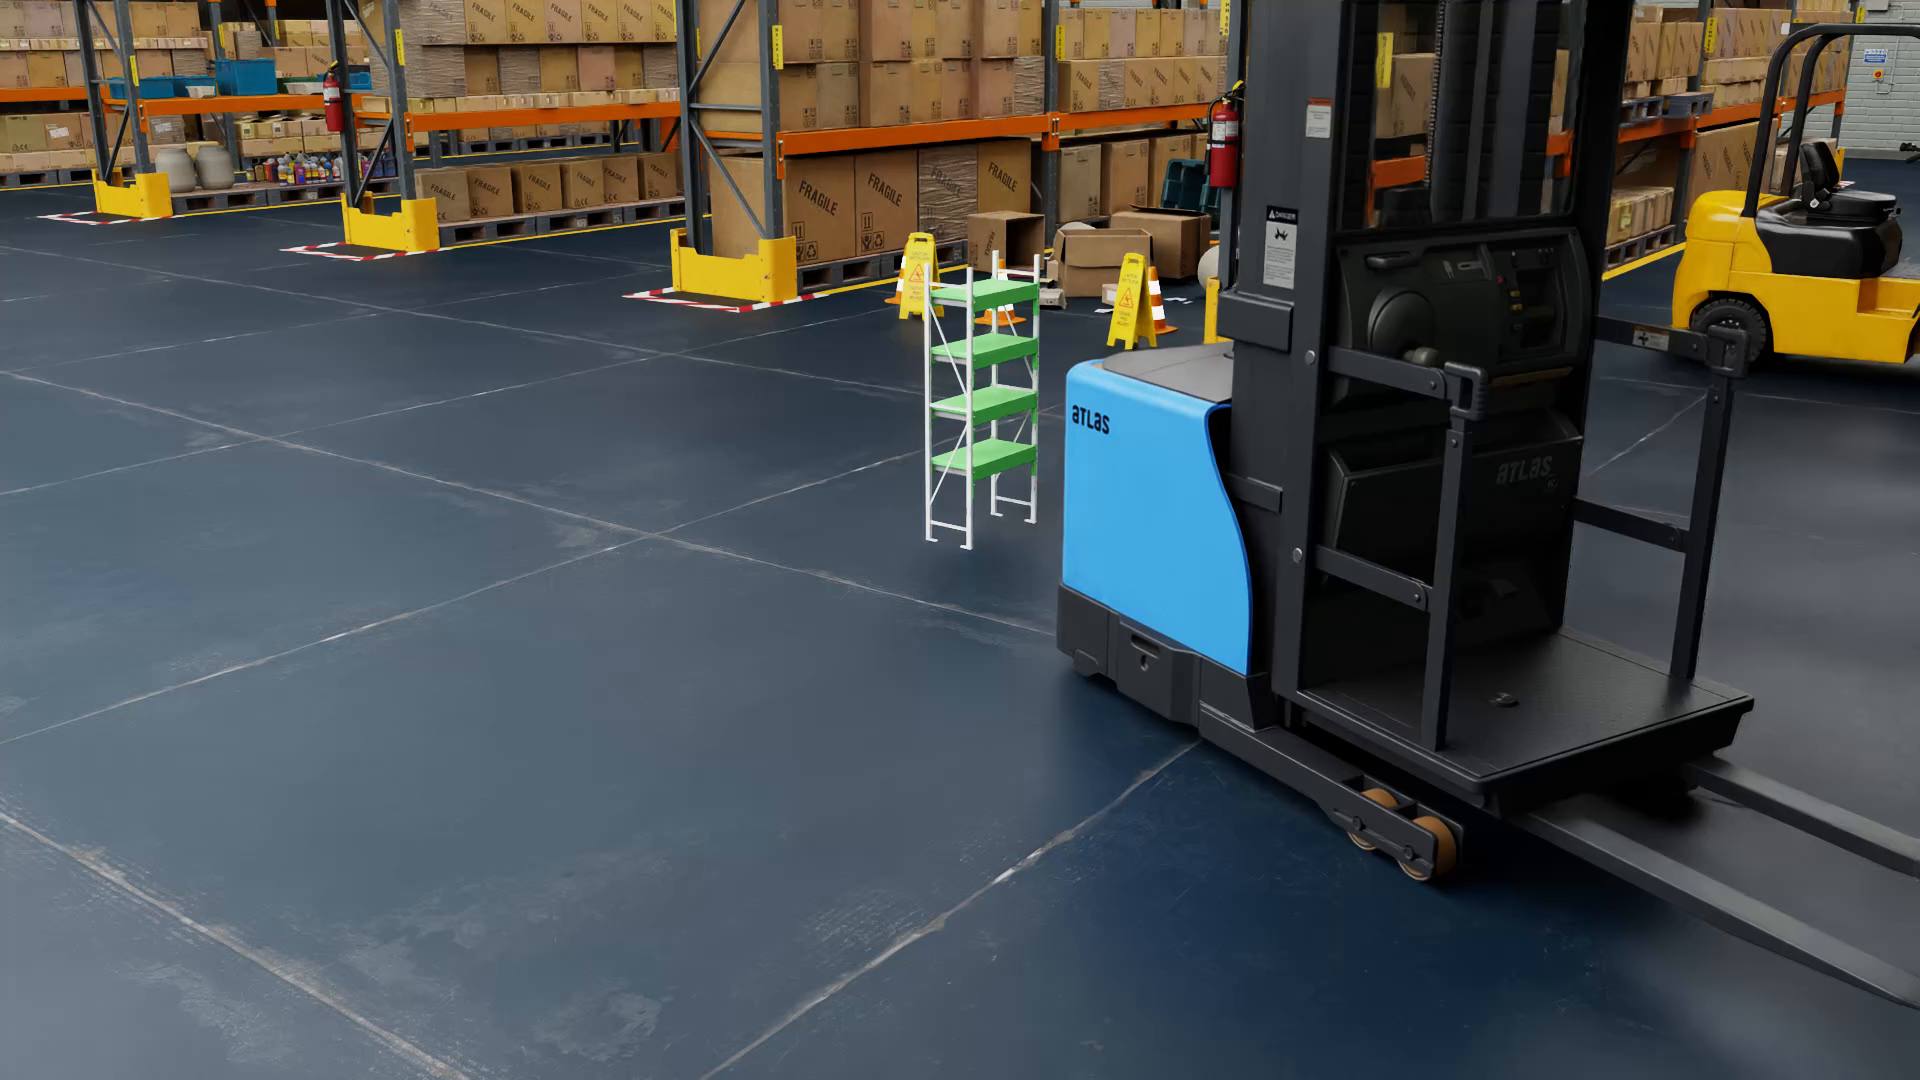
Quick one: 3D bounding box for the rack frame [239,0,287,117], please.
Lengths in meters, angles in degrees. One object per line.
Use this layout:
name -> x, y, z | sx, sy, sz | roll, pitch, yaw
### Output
rack frame -> -12.955, -8.921, 30.913 | 1.000, 3.000, 0.127 | 12, 21, 35

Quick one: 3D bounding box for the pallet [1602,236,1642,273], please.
pallet -> 5.744, -2.737, 15.702 | 1.003, 0.211, 1.213 | 12, 21, 35

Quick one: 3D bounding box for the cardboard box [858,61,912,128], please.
cardboard box -> -0.934, -3.903, 14.502 | 0.875, 0.550, 0.550 | 12, 21, 35

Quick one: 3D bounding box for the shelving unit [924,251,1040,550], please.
shelving unit -> 0.099, -0.612, 7.193 | 0.258, 1.200, 0.503 | 12, 21, 35

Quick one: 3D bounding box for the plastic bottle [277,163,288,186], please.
plastic bottle -> -8.434, -4.549, 20.693 | 0.097, 0.271, 0.097 | 0, 17, 0

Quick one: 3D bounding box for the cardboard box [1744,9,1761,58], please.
cardboard box -> 8.341, -5.503, 18.053 | 0.500, 0.500, 0.500 | 13, 21, 36

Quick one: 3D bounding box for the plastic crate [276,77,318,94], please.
plastic crate -> -8.417, -5.843, 21.359 | 0.450, 0.188, 0.662 | 12, 21, 35

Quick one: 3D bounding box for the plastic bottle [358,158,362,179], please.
plastic bottle -> -7.841, -4.836, 21.483 | 0.144, 0.351, 0.185 | 12, 21, 34

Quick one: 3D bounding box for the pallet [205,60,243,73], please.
pallet -> -13.294, -8.641, 30.335 | 1.213, 0.211, 1.003 | 12, 21, 35

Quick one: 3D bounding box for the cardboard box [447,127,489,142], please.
cardboard box -> -8.473, -7.121, 28.589 | 0.500, 0.500, 0.500 | 14, 22, 37

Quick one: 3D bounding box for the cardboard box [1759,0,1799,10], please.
cardboard box -> 9.718, -6.361, 19.721 | 0.380, 0.149, 0.250 | 12, 21, 34

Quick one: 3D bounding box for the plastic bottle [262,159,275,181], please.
plastic bottle -> -8.850, -4.744, 21.315 | 0.152, 0.276, 0.135 | 13, 21, 35

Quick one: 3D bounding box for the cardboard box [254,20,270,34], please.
cardboard box -> -12.893, -9.632, 31.236 | 0.500, 0.250, 0.500 | 13, 22, 36

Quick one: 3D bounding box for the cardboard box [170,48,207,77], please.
cardboard box -> -11.617, -7.035, 24.671 | 0.700, 0.500, 0.500 | 12, 21, 33

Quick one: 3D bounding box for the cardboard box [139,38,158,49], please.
cardboard box -> -11.806, -7.165, 23.995 | 0.380, 0.149, 0.250 | 12, 21, 35

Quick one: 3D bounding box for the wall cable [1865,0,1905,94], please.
wall cable -> 15.046, -8.297, 27.137 | 0.585, 1.953, 0.123 | 12, 21, 35

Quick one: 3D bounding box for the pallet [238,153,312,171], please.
pallet -> -10.950, -5.945, 26.030 | 1.003, 0.211, 1.213 | 12, 21, 35

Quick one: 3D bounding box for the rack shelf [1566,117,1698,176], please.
rack shelf -> 5.747, -3.724, 15.391 | 1.077, 0.370, 4.000 | 12, 21, 35

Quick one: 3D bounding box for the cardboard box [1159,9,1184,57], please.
cardboard box -> 2.023, -5.571, 18.272 | 0.700, 0.500, 0.500 | 12, 21, 34

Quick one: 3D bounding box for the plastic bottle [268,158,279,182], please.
plastic bottle -> -8.765, -4.729, 21.253 | 0.061, 0.283, 0.133 | 12, 21, 35

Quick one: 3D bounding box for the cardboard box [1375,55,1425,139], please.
cardboard box -> 2.677, -2.892, 10.829 | 0.500, 0.500, 0.500 | 12, 21, 34

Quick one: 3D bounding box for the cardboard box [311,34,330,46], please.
cardboard box -> -12.140, -9.314, 31.475 | 0.500, 0.500, 0.500 | 13, 22, 36

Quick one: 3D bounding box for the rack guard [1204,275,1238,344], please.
rack guard -> 2.217, -1.463, 11.112 | 1.175, 0.500, 0.348 | 12, 21, 35

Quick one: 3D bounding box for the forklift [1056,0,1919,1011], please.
forklift -> 1.513, -0.661, 4.431 | 1.130, 2.935, 3.031 | -10, 20, -29

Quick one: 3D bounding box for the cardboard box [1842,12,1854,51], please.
cardboard box -> 11.609, -6.818, 22.286 | 0.500, 0.500, 0.500 | 13, 22, 36

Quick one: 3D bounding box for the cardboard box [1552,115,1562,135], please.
cardboard box -> 4.608, -3.341, 13.368 | 0.380, 0.149, 0.250 | 12, 21, 34

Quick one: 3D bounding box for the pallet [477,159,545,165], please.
pallet -> -6.218, -5.372, 24.186 | 1.003, 0.211, 1.213 | 12, 21, 35

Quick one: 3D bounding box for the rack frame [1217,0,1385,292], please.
rack frame -> 2.172, -2.639, 10.683 | 1.000, 3.000, 0.127 | 12, 21, 35

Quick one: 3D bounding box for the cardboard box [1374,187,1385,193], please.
cardboard box -> 2.915, -2.652, 12.295 | 0.380, 0.149, 0.250 | 14, 22, 37

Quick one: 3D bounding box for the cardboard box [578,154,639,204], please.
cardboard box -> -4.009, -4.123, 18.970 | 0.500, 0.500, 0.500 | -12, 21, -33

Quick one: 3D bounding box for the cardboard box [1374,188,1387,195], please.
cardboard box -> 3.054, -2.365, 12.465 | 0.500, 0.500, 0.500 | 12, 21, 33

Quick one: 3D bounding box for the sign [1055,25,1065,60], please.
sign -> 0.966, -4.795, 16.035 | 0.100, 0.325, 0.005 | 12, 21, 35

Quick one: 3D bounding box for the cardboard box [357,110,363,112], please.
cardboard box -> -9.828, -7.002, 27.717 | 0.500, 0.311, 0.500 | 12, 21, 33

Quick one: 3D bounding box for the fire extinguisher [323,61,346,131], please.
fire extinguisher -> -6.225, -4.407, 16.508 | 0.296, 0.674, 0.183 | 12, 21, 35

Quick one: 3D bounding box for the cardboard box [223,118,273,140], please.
cardboard box -> -10.911, -6.304, 25.467 | 0.500, 0.311, 0.500 | 13, 21, 35

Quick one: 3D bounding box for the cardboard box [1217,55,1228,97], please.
cardboard box -> 2.850, -5.288, 19.045 | 0.500, 0.500, 0.500 | 12, 21, 35

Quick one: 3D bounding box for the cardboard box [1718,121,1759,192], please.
cardboard box -> 8.485, -4.304, 18.921 | 0.875, 0.875, 0.875 | 13, 22, 36

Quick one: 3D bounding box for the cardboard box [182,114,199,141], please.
cardboard box -> -11.885, -6.284, 25.086 | 0.500, 0.500, 0.500 | 12, 21, 35

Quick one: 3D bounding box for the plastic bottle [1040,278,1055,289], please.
plastic bottle -> 0.724, -2.194, 14.205 | 0.133, 0.061, 0.283 | 5, 18, 16

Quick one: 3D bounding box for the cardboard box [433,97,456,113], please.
cardboard box -> -5.261, -4.352, 16.623 | 0.380, 0.149, 0.250 | 12, 21, 35

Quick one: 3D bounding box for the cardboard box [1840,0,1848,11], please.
cardboard box -> 11.434, -7.023, 21.851 | 0.380, 0.149, 0.250 | 12, 21, 34

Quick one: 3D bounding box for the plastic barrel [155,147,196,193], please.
plastic barrel -> -9.434, -4.448, 19.995 | 0.421, 0.512, 0.421 | 0, 17, 0

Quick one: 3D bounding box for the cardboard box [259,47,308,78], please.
cardboard box -> -10.573, -7.447, 25.998 | 0.500, 0.500, 0.500 | 14, 22, 39

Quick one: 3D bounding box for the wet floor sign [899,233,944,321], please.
wet floor sign -> -0.291, -2.008, 12.622 | 0.267, 0.644, 0.232 | 8, 19, 25

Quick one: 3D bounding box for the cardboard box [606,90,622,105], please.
cardboard box -> -3.964, -4.897, 18.379 | 0.380, 0.149, 0.250 | 12, 21, 35

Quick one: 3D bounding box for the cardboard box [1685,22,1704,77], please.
cardboard box -> 6.891, -4.777, 16.190 | 0.500, 0.500, 0.500 | 12, 21, 33

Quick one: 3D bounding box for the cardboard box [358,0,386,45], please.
cardboard box -> -5.658, -5.232, 16.677 | 0.500, 0.500, 0.500 | 12, 21, 35

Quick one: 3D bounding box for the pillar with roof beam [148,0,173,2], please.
pillar with roof beam -> -10.966, -10.869, 27.069 | 9.100, 9.000, 0.400 | 12, 21, 35

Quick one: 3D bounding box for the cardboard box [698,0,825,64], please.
cardboard box -> -1.612, -4.158, 13.502 | 0.875, 0.550, 0.550 | 12, 21, 35

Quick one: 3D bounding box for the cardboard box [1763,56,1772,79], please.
cardboard box -> 8.962, -5.396, 18.970 | 0.500, 0.250, 0.500 | 13, 22, 36

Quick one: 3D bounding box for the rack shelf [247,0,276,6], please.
rack shelf -> -11.763, -10.486, 32.109 | 1.077, 0.370, 4.000 | 12, 21, 35

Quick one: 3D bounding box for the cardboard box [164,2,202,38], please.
cardboard box -> -11.617, -7.654, 24.478 | 0.700, 0.500, 0.500 | 13, 21, 35
